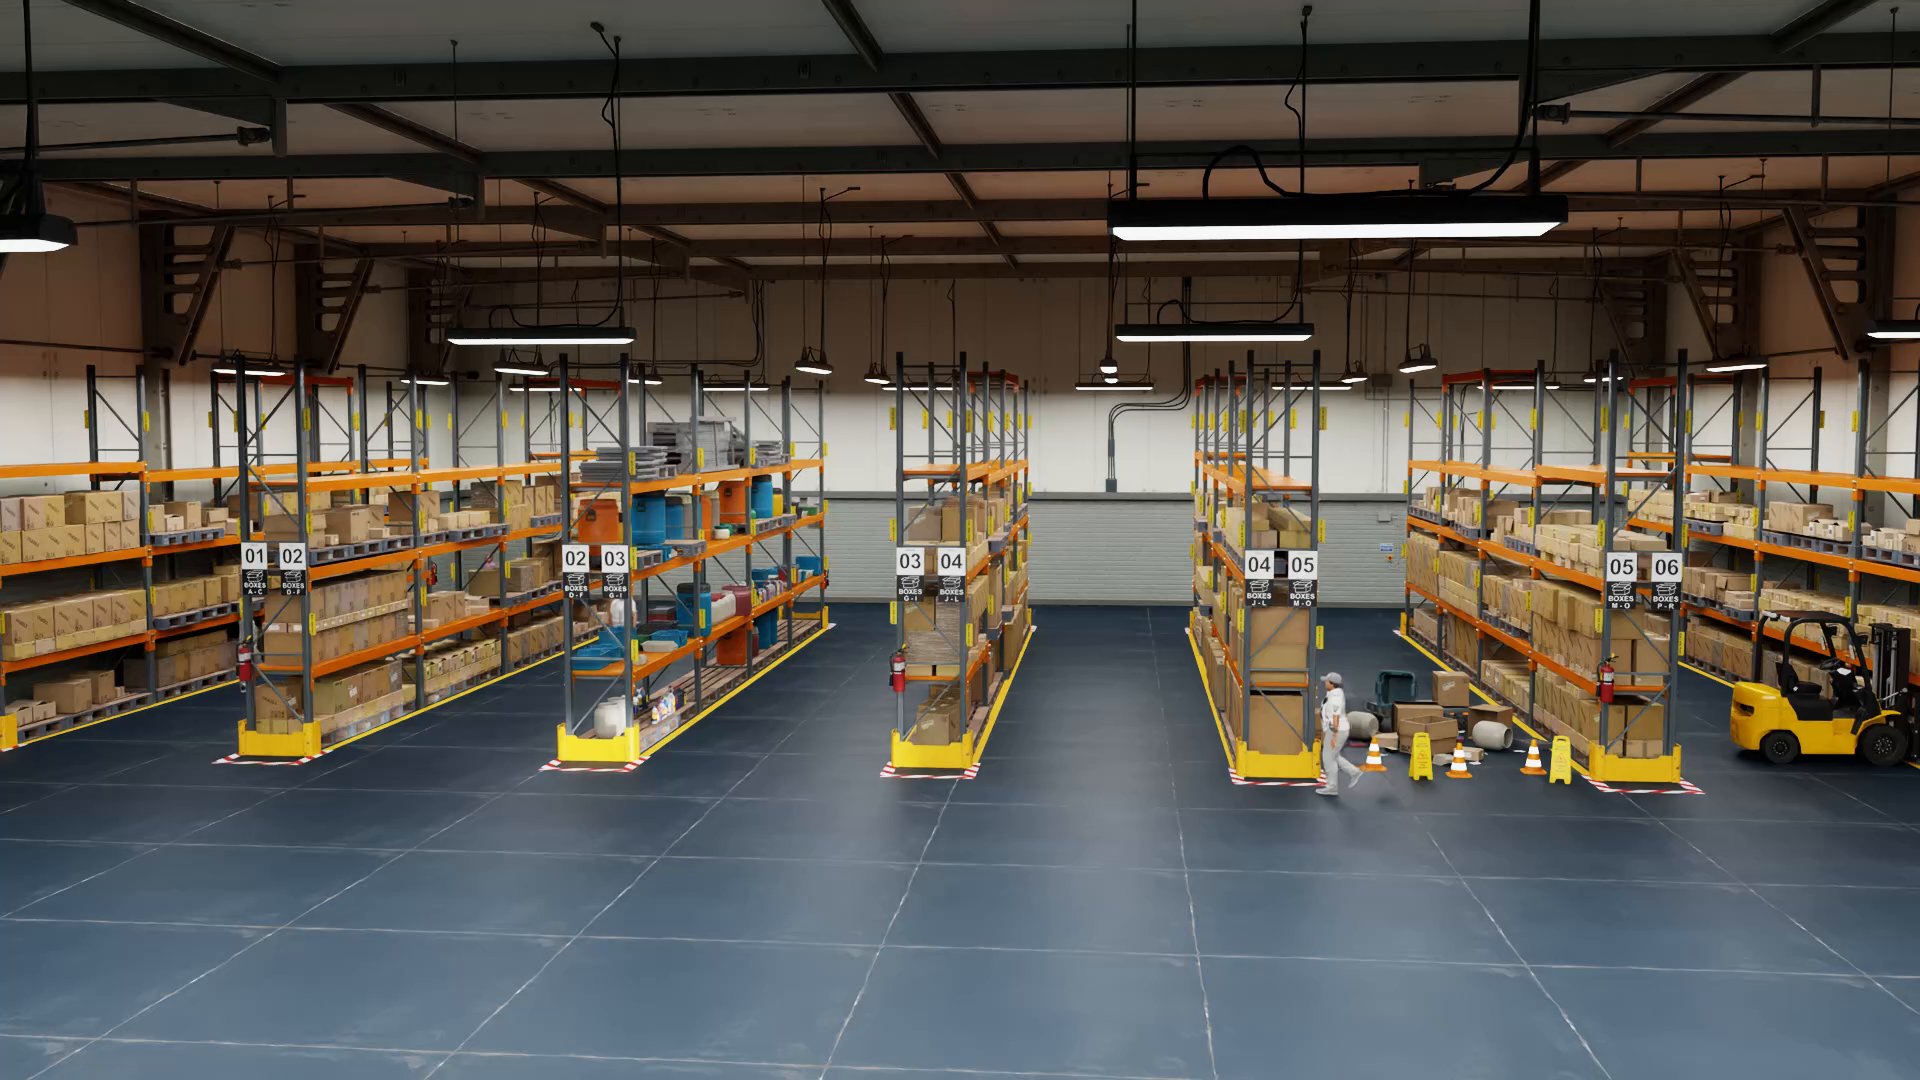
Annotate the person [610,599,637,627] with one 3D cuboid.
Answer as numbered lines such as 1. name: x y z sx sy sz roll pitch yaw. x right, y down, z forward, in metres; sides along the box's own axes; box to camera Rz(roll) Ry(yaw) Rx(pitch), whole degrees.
1. person: -6.808 1.748 33.480 0.639 1.706 1.084 1 4 9

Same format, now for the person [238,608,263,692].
1. person: -13.163 2.018 30.742 0.447 1.595 0.389 3 5 33

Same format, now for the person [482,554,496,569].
1. person: -12.336 1.120 43.572 0.473 1.536 1.009 0 4 -3

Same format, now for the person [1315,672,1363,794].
1. person: 5.096 2.581 22.291 0.620 1.643 0.486 1 4 15
